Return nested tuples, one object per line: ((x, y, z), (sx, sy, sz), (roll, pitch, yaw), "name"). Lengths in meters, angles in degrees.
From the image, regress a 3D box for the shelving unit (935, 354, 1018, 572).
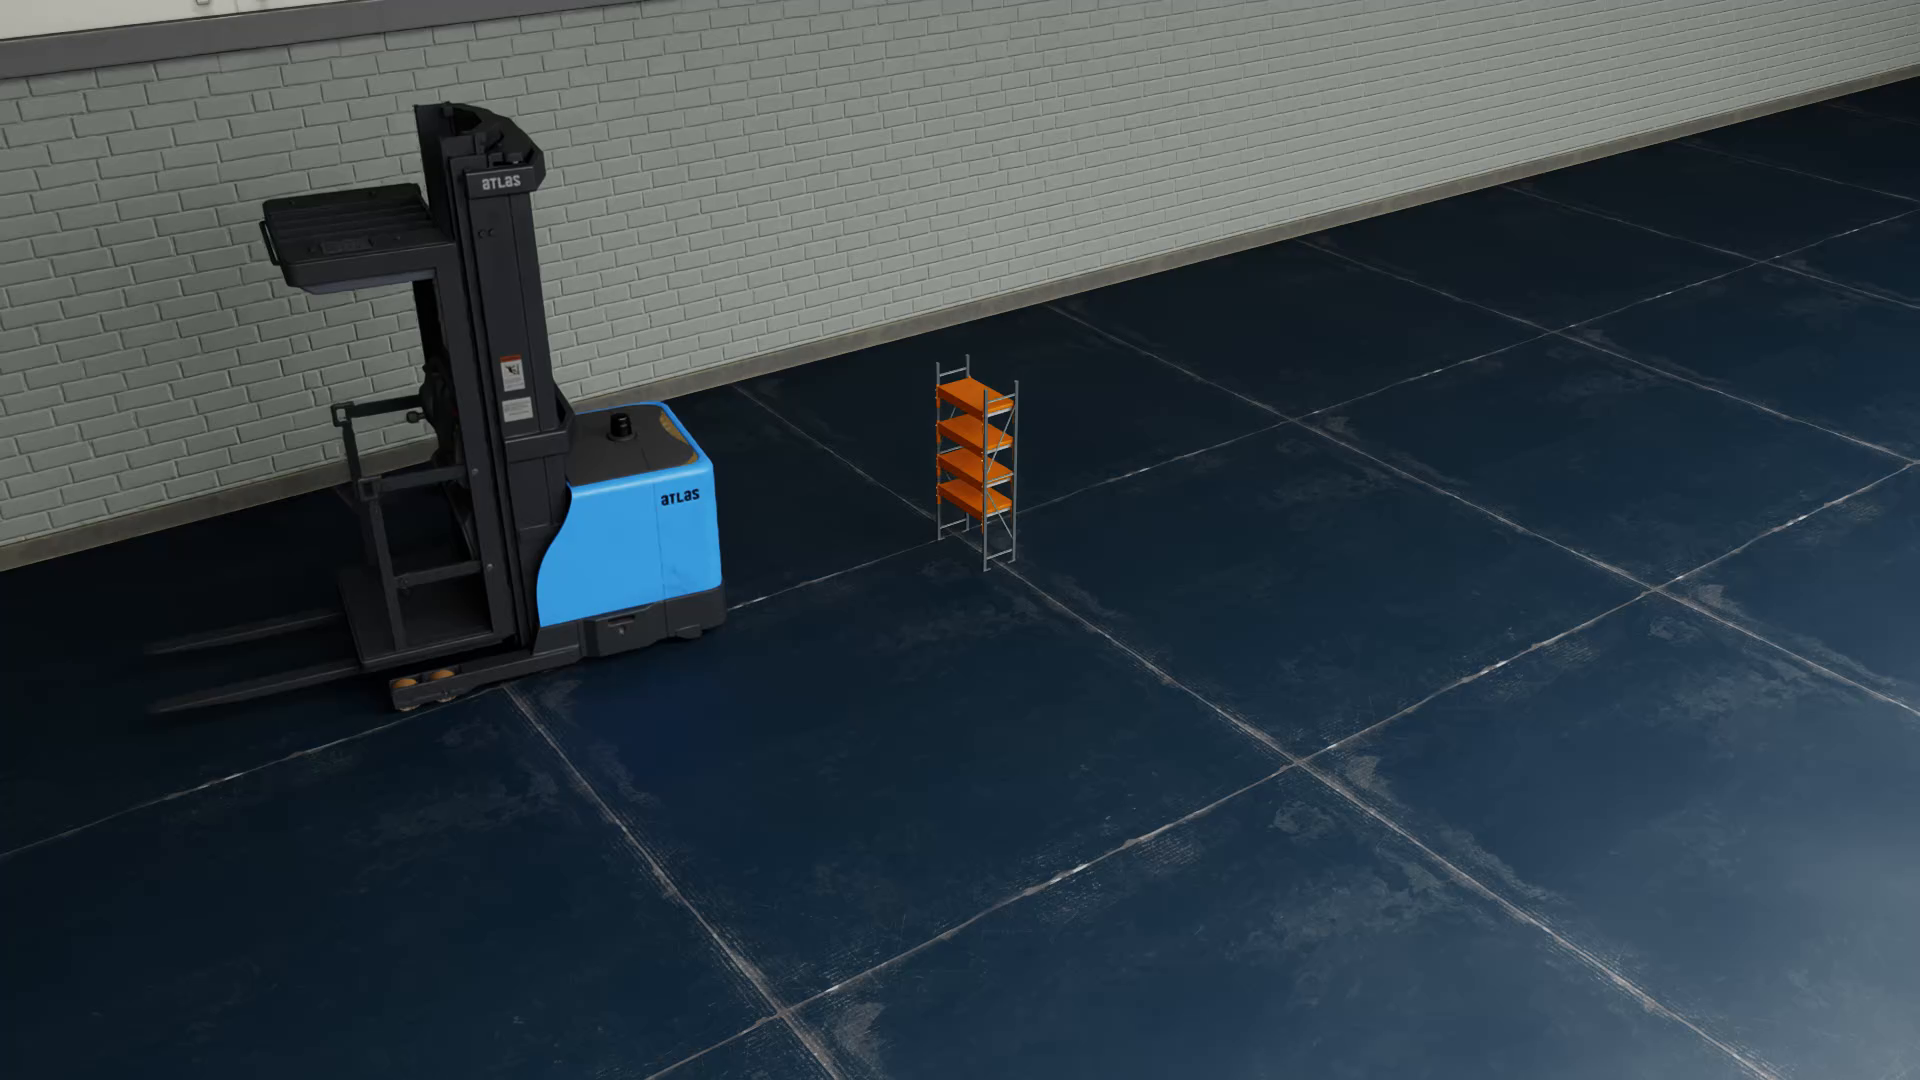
((0.096, -0.463, 10.072), (0.258, 1.200, 0.503), (-19, 34, -31), "shelving unit")

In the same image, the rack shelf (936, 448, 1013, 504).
((0.096, -0.404, 10.104), (0.258, 0.148, 0.480), (-19, 34, -31), "rack shelf")

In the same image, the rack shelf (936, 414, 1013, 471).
((0.096, -0.600, 9.997), (0.258, 0.148, 0.480), (-19, 34, -31), "rack shelf")

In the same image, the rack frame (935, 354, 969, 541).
((-0.046, -0.558, 10.246), (0.240, 1.200, 0.015), (-19, 34, -31), "rack frame")

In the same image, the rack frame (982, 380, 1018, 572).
((0.238, -0.368, 9.897), (0.240, 1.200, 0.015), (-19, 34, -31), "rack frame")

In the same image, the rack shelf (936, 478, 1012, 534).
((0.096, -0.229, 10.199), (0.258, 0.148, 0.480), (-19, 34, -31), "rack shelf")

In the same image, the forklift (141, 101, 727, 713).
((-2.888, -0.672, 8.642), (3.031, 2.935, 1.130), (-13, 31, -22), "forklift")

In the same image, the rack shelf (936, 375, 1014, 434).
((0.096, -0.808, 9.884), (0.258, 0.148, 0.480), (-19, 34, -31), "rack shelf")
